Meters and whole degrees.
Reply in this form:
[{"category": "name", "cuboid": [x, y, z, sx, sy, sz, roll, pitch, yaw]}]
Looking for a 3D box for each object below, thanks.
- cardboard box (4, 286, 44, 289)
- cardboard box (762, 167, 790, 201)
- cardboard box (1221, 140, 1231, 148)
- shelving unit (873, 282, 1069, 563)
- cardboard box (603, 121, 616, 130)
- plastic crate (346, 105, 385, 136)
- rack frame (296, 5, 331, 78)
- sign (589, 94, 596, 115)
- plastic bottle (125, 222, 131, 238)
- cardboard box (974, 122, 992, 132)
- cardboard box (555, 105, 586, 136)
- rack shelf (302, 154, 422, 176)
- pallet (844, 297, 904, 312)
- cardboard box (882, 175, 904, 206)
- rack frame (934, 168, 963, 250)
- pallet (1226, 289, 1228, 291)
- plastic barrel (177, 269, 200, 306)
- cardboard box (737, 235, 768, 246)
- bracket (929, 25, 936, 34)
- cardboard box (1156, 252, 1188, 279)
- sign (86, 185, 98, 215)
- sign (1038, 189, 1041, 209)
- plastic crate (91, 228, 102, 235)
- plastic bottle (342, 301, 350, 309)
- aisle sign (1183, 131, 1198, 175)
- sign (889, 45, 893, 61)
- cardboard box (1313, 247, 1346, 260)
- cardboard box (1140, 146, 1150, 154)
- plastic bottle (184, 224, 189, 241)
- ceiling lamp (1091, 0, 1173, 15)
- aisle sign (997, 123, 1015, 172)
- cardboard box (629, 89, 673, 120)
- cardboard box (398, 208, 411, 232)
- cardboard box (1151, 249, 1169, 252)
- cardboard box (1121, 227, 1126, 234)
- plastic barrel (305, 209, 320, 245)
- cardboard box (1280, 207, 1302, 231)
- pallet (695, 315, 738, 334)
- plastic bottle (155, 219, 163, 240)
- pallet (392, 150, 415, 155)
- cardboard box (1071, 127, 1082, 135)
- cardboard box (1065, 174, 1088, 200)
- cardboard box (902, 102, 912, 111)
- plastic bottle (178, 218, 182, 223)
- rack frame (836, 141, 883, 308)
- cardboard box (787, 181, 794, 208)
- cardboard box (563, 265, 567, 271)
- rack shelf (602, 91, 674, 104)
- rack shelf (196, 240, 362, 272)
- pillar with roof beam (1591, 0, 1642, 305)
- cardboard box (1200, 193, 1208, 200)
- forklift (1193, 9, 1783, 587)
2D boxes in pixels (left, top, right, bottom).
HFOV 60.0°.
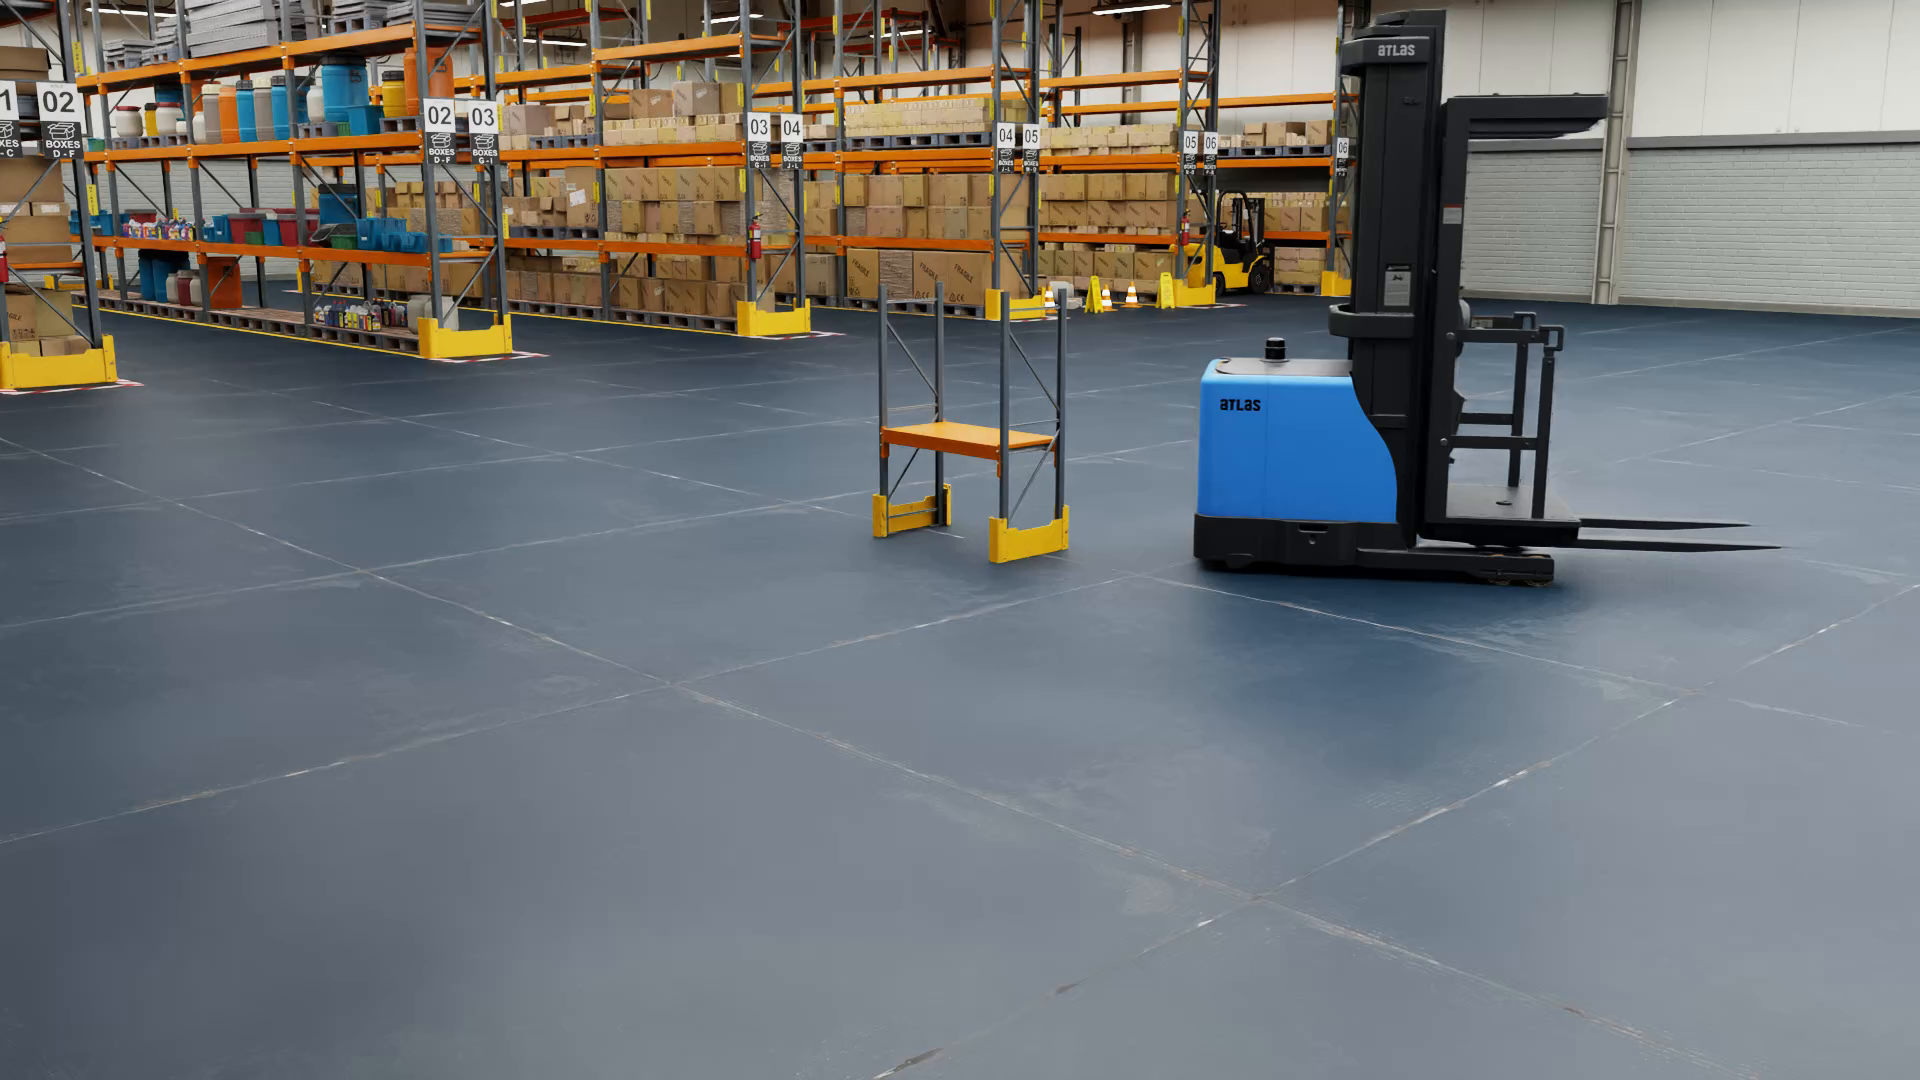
[{"category": "cardboard box", "cuboid": [-11.143, -2.734, 19.663, 0.500, 0.500, 0.500, -11, 16, -43]}, {"category": "cardboard box", "cuboid": [-2.915, -5.362, 25.040, 0.500, 0.500, 0.500, -11, 16, -43]}, {"category": "cardboard box", "cuboid": [5.882, -8.597, 36.106, 0.380, 0.149, 0.250, -10, 15, -41]}, {"category": "shelving unit", "cuboid": [0.053, -0.723, 9.706, 0.587, 1.500, 1.083, -11, 16, -43]}, {"category": "cardboard box", "cuboid": [-5.493, -6.644, 26.674, 0.250, 0.149, 0.380, 11, 16, 44]}, {"category": "plastic crate", "cuboid": [-7.849, -5.567, 22.103, 0.392, 0.384, 0.575, -11, 16, -43]}, {"category": "rack frame", "cuboid": [-13.781, -9.833, 35.336, 1.000, 3.000, 0.127, -11, 16, -43]}, {"category": "sign", "cuboid": [-5.893, -6.980, 26.668, 0.100, 0.325, 0.005, -11, 16, -43]}, {"category": "plastic bottle", "cuboid": [-14.564, -5.431, 29.126, 0.061, 0.283, 0.133, -11, 16, -43]}, {"category": "cardboard box", "cuboid": [0.451, -6.838, 27.567, 0.380, 0.149, 0.250, -11, 16, -43]}, {"category": "cardboard box", "cuboid": [-6.398, -7.088, 28.152, 0.797, 0.503, 0.637, -10, 15, -40]}, {"category": "rack shelf", "cuboid": [-12.400, -7.719, 34.294, 1.077, 0.370, 4.000, -11, 16, -43]}, {"category": "pallet", "cuboid": [-1.369, -4.332, 30.414, 1.003, 0.211, 1.213, -11, 16, -43]}, {"category": "cardboard box", "cuboid": [-0.870, -6.201, 29.529, 0.875, 0.550, 0.550, -11, 16, -43]}, {"category": "rack frame", "cuboid": [-0.264, -8.384, 43.170, 1.000, 3.000, 0.127, -11, 16, -43]}, {"category": "pallet", "cuboid": [5.780, -5.729, 37.193, 1.003, 0.211, 1.213, -11, 16, -43]}, {"category": "plastic barrel", "cuboid": [-12.969, -4.295, 28.260, 0.600, 0.588, 0.708, -11, 16, -43]}, {"category": "cardboard box", "cuboid": [-3.078, -4.449, 24.695, 0.380, 0.149, 0.250, -11, 16, -43]}, {"category": "bracket", "cuboid": [-0.636, -13.323, 43.359, 0.235, 0.232, 0.430, -11, 16, -43]}, {"category": "cardboard box", "cuboid": [4.062, -5.326, 32.244, 0.500, 0.500, 0.500, 11, 16, 43]}, {"category": "sign", "cuboid": [-9.494, -3.719, 18.185, 0.100, 0.325, 0.005, -11, 16, -43]}, {"category": "sign", "cuboid": [1.331, -5.775, 28.166, 0.100, 0.325, 0.005, -11, 16, -43]}, {"category": "plastic crate", "cuboid": [-15.568, -5.641, 30.390, 0.437, 0.125, 0.590, -11, 16, -43]}, {"category": "plastic bottle", "cuboid": [-8.715, -3.215, 23.558, 0.144, 0.351, 0.185, -11, 16, -43]}, {"category": "aisle sign", "cuboid": [4.269, -7.164, 30.808, 0.394, 0.787, 0.004, -11, 16, -43]}, {"category": "sign", "cuboid": [-1.488, -10.503, 35.883, 0.100, 0.325, 0.005, -11, 16, -43]}, {"category": "cardboard box", "cuboid": [7.828, -6.078, 35.273, 0.500, 0.250, 0.500, -11, 16, -43]}, {"category": "cardboard box", "cuboid": [3.632, -7.375, 31.462, 0.380, 0.149, 0.250, -10, 15, -41]}, {"category": "plastic bottle", "cuboid": [-12.586, -5.013, 27.097, 0.061, 0.283, 0.133, -11, 16, -43]}, {"category": "ceiling lamp", "cuboid": [3.767, -12.687, 34.725, 0.800, 3.185, 2.000, -11, 16, -43]}, {"category": "aisle sign", "cuboid": [0.757, -6.457, 27.375, 0.394, 0.787, 0.004, -11, 16, -43]}, {"category": "cardboard box", "cuboid": [-4.999, -7.021, 26.901, 0.500, 0.500, 0.500, 11, 16, 43]}, {"category": "cardboard box", "cuboid": [-10.534, -6.184, 32.247, 0.500, 0.500, 0.500, -11, 16, -42]}, {"category": "cardboard box", "cuboid": [4.892, -6.333, 38.063, 0.875, 0.625, 0.625, -10, 15, -40]}, {"category": "cardboard box", "cuboid": [3.331, -5.994, 32.194, 0.380, 0.149, 0.250, -11, 16, -42]}, {"category": "plastic barrel", "cuboid": [-9.579, -4.689, 24.903, 0.433, 0.535, 0.433, 0, 12, 0]}, {"category": "cardboard box", "cuboid": [7.142, -6.794, 35.205, 0.500, 0.500, 0.500, -10, 15, -41]}, {"category": "pallet", "cuboid": [-3.320, -3.328, 25.542, 1.003, 0.211, 1.213, -11, 16, -43]}, {"category": "plastic bottle", "cuboid": [-13.516, -5.254, 28.103, 0.144, 0.351, 0.185, -11, 16, -43]}, {"category": "pallet", "cuboid": [-10.350, -7.559, 32.208, 1.217, 0.209, 0.805, 11, 16, 43]}, {"category": "cardboard box", "cuboid": [2.401, -8.024, 32.638, 0.250, 0.149, 0.380, 11, 16, 43]}, {"category": "cardboard box", "cuboid": [2.484, -6.959, 32.793, 0.700, 0.500, 0.500, -11, 16, -44]}, {"category": "cardboard box", "cuboid": [-0.781, -7.488, 28.748, 0.380, 0.149, 0.250, -11, 16, -43]}, {"category": "plastic bottle", "cuboid": [-13.730, -5.508, 29.333, 0.144, 0.351, 0.185, -11, 16, -43]}, {"category": "rack frame", "cuboid": [-1.837, -5.819, 30.724, 1.000, 3.000, 0.127, -11, 16, -43]}, {"category": "cardboard box", "cuboid": [-2.890, -6.578, 31.682, 0.700, 0.500, 0.500, -11, 16, -42]}, {"category": "cardboard box", "cuboid": [-8.819, -6.190, 37.808, 0.380, 0.149, 0.250, -10, 15, -40]}, {"category": "rack shelf", "cuboid": [-5.981, -9.085, 34.482, 1.077, 0.370, 4.000, -11, 16, -43]}, {"category": "rack shelf", "cuboid": [-10.458, -4.392, 25.580, 1.077, 0.370, 4.000, -11, 16, -43]}, {"category": "pillar with roof beam", "cuboid": [9.224, -8.322, 28.005, 9.100, 9.000, 0.400, -11, 16, -43]}, {"category": "cardboard box", "cuboid": [5.525, -7.618, 36.859, 0.380, 0.149, 0.250, -11, 16, -42]}, {"category": "forklift", "cuboid": [2.850, -1.306, 8.985, 3.031, 2.935, 1.130, 2, 12, 11]}]
